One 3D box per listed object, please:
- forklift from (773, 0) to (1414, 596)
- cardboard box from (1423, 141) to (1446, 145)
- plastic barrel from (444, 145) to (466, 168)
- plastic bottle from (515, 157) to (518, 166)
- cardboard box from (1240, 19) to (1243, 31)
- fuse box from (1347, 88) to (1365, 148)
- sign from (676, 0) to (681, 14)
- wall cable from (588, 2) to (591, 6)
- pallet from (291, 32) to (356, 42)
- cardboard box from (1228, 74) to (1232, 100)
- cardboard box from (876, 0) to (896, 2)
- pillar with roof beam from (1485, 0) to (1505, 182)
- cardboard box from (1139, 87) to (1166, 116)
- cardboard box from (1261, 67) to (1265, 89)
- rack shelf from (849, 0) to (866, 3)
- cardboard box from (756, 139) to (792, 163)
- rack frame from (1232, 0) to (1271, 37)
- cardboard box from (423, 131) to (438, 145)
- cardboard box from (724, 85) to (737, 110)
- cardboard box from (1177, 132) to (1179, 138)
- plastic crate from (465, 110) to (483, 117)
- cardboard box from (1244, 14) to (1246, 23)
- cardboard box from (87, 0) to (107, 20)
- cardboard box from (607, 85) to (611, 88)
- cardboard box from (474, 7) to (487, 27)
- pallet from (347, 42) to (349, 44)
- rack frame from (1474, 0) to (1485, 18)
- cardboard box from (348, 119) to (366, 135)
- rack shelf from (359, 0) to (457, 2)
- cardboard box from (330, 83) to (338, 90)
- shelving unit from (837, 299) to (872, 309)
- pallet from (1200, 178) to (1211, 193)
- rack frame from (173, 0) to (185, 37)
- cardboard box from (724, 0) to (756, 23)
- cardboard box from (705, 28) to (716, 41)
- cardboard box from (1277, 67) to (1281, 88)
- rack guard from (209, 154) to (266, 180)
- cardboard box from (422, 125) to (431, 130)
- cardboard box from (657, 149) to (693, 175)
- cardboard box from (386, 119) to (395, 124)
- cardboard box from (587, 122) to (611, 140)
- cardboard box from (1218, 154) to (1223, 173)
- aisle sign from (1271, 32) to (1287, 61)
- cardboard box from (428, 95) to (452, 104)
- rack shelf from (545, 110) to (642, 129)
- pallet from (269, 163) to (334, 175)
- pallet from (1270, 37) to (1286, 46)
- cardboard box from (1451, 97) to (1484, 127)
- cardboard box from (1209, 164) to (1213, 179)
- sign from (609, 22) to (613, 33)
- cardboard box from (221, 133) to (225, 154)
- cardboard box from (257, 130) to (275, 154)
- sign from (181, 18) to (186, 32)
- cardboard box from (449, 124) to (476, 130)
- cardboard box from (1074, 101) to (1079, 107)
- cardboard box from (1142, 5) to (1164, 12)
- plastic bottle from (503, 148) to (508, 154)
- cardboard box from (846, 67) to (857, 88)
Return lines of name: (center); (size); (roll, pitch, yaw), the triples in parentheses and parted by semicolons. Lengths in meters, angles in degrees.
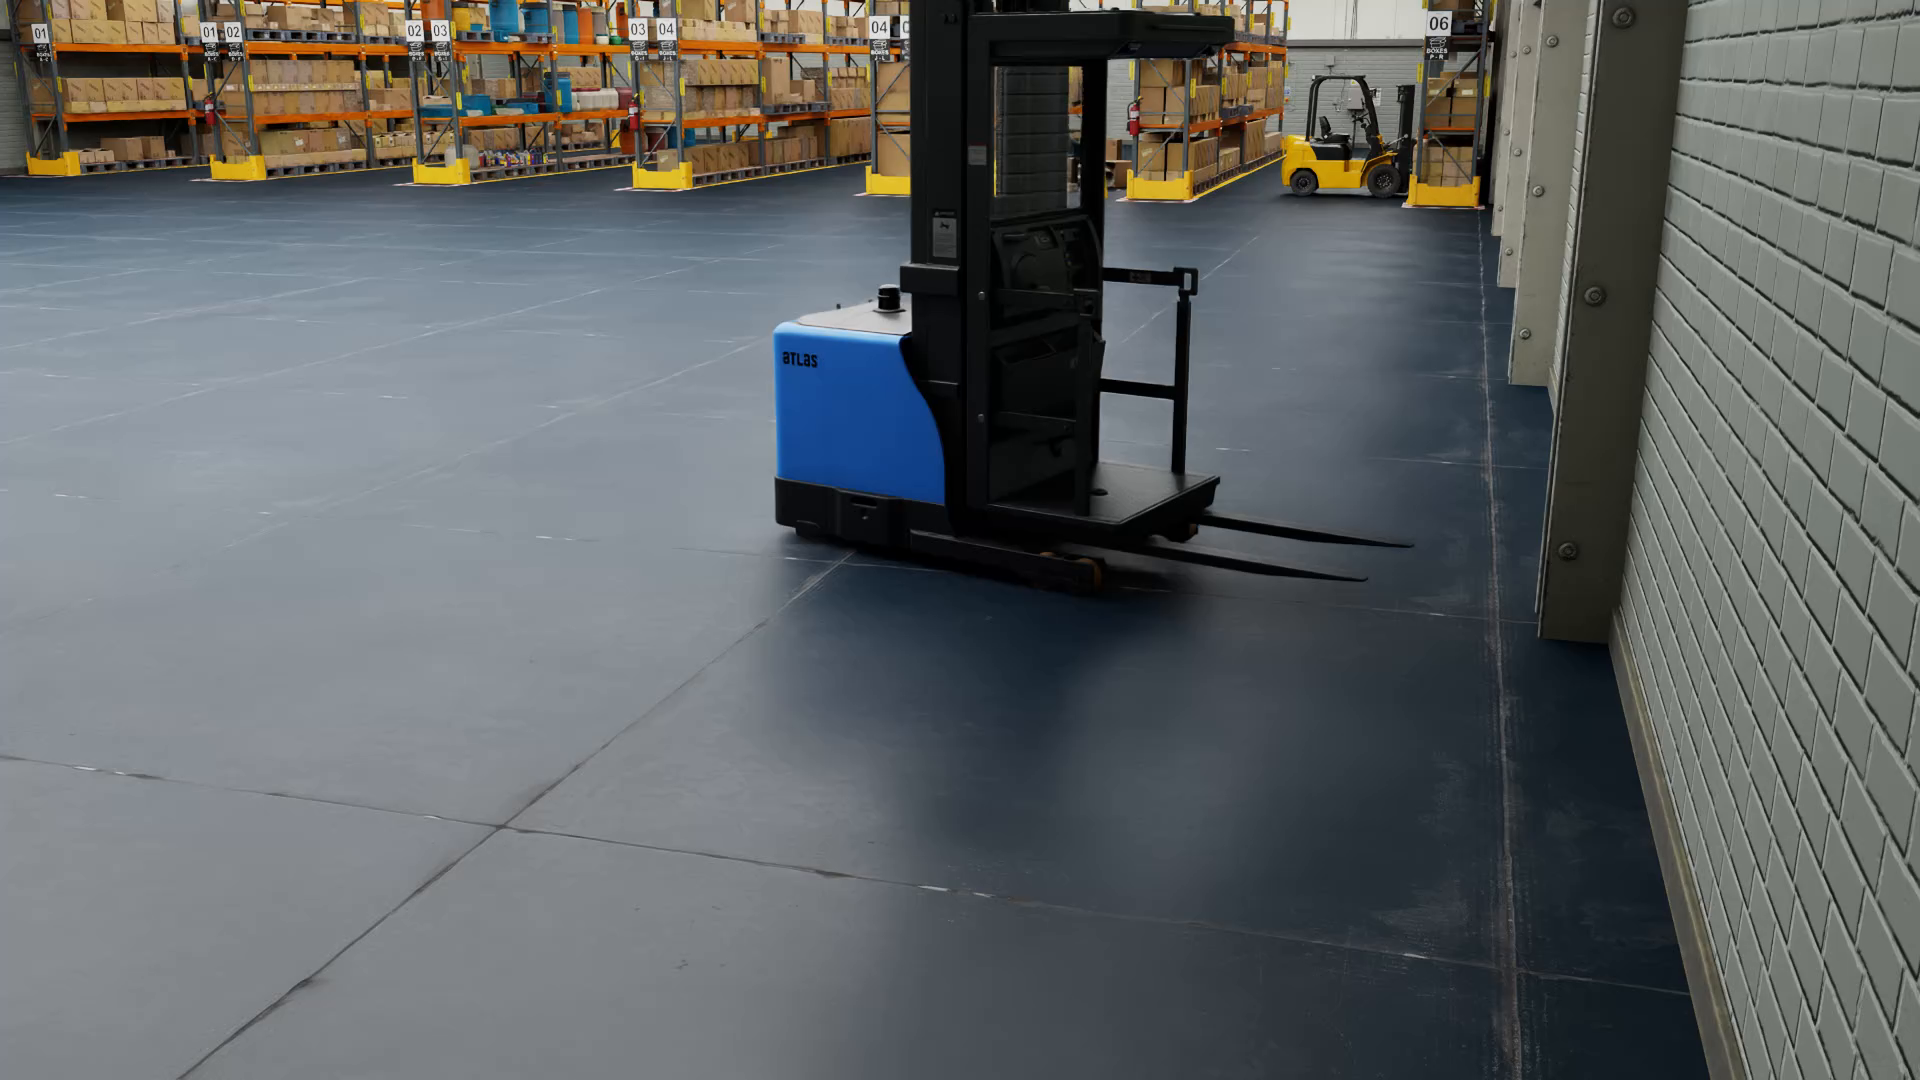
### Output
forklift: (0.585, -1.326, 7.633); (3.031, 2.935, 1.130); (10, 19, 31)
cardboard box: (8.776, -7.285, 30.952); (0.500, 0.250, 0.500); (5, 17, 18)
plastic barrel: (-10.534, -7.964, 34.700); (0.421, 0.512, 0.421); (0, 16, 0)
plastic bottle: (-9.680, -8.238, 36.198); (0.097, 0.201, 0.097); (0, 16, 0)
cardboard box: (5.555, -10.636, 34.337); (0.500, 0.250, 0.500); (4, 16, 15)
fuse box: (11.702, -12.470, 49.159); (0.539, 1.711, 0.414); (5, 16, 16)
sign: (-5.379, -10.218, 31.759); (0.100, 0.325, 0.005); (5, 16, 16)
wall cable: (-11.056, -18.799, 54.552); (3.097, 2.526, 0.112); (5, 16, 16)
pallet: (-14.477, -11.388, 37.646); (1.003, 0.211, 1.213); (5, 16, 16)
cardboard box: (5.289, -9.299, 34.120); (0.500, 0.500, 0.500); (5, 16, 16)
cardboard box: (-1.402, -10.056, 30.835); (0.380, 0.149, 0.250); (5, 17, 16)
pillar with roof beam: (7.002, -12.146, 34.661); (9.100, 9.000, 0.400); (5, 16, 16)
cardboard box: (3.493, -7.983, 30.248); (0.500, 0.500, 0.500); (4, 16, 15)
cardboard box: (6.986, -11.024, 39.684); (0.500, 0.500, 0.500); (5, 17, 17)
rack shelf: (-1.920, -14.407, 44.683); (1.077, 0.370, 4.000); (5, 16, 16)
cardboard box: (-4.255, -8.881, 37.917); (0.700, 0.500, 0.500); (3, 16, 11)
rack frame: (7.013, -13.654, 39.976); (1.000, 3.000, 0.127); (5, 16, 16)
cardboard box: (-13.323, -9.983, 41.271); (0.500, 0.311, 0.500); (5, 16, 16)
cardboard box: (-5.171, -9.255, 34.732); (0.875, 0.500, 0.500); (5, 16, 16)
cardboard box: (4.075, -7.931, 32.499); (0.380, 0.149, 0.250); (5, 17, 18)
plastic crate: (-10.085, -8.863, 34.563); (0.298, 0.136, 0.250); (5, 16, 16)
cardboard box: (7.365, -12.866, 41.553); (0.797, 0.503, 0.637); (6, 17, 20)
cardboard box: (-19.478, -11.875, 37.149); (0.500, 0.500, 0.500); (5, 17, 17)
cardboard box: (-10.715, -13.262, 49.404); (0.500, 0.500, 0.500); (5, 17, 18)
cardboard box: (-12.702, -13.611, 43.308); (0.500, 0.500, 0.500); (5, 16, 16)
pallet: (-16.949, -13.796, 46.324); (0.805, 0.209, 1.217); (4, 16, 14)
rack frame: (9.499, -11.177, 31.243); (1.000, 3.000, 0.127); (5, 16, 16)
cardboard box: (-17.046, -11.443, 46.347); (0.750, 0.750, 0.750); (5, 17, 18)
rack shelf: (-13.691, -13.083, 40.016); (1.077, 0.370, 4.000); (5, 16, 16)
cardboard box: (-14.349, -10.283, 37.713); (0.380, 0.149, 0.250); (5, 16, 16)
shelving unit: (-0.505, -0.779, 9.147); (0.215, 1.050, 0.252); (14, 21, 41)
pallet: (4.237, -6.834, 32.038); (1.003, 0.211, 1.213); (5, 16, 16)
rack frame: (-19.010, -13.482, 39.369); (1.000, 3.000, 0.127); (5, 16, 16)
cardboard box: (-4.646, -11.180, 35.108); (0.500, 0.500, 0.500); (4, 16, 14)
cardboard box: (-5.229, -10.138, 33.353); (0.500, 0.250, 0.500); (5, 16, 16)
cardboard box: (7.977, -11.930, 42.879); (0.500, 0.500, 0.500); (5, 16, 16)
rack guard: (-15.403, -7.957, 35.466); (1.175, 0.500, 0.348); (5, 16, 16)
cardboard box: (-16.131, -12.141, 49.448); (0.700, 0.500, 0.500); (5, 17, 17)
cardboard box: (-5.705, -7.558, 33.291); (0.500, 0.500, 0.500); (8, 18, 26)
cardboard box: (-16.657, -12.165, 48.344); (0.380, 0.149, 0.250); (5, 16, 16)
cardboard box: (-10.767, -12.199, 49.618); (0.500, 0.500, 0.500); (5, 16, 16)
cardboard box: (4.886, -7.750, 34.201); (0.950, 0.372, 0.625); (5, 17, 17)
aisle sign: (8.467, -13.060, 44.111); (0.394, 0.787, 0.004); (5, 16, 16)
cardboard box: (-13.268, -11.124, 42.215); (0.500, 0.311, 0.500); (6, 17, 19)
rack shelf: (-8.943, -10.004, 39.422); (1.077, 0.370, 4.000); (5, 16, 16)
pallet: (-14.870, -8.346, 37.366); (1.003, 0.211, 1.213); (5, 16, 16)
pallet: (7.949, -13.020, 43.400); (1.003, 0.211, 1.213); (5, 16, 16)
cardboard box: (8.770, -7.400, 28.740); (0.500, 0.500, 0.500); (5, 17, 18)
cardboard box: (4.687, -7.238, 32.621); (0.500, 0.250, 0.500); (4, 16, 14)
sign: (-10.322, -15.172, 49.205); (0.100, 0.325, 0.005); (5, 16, 16)
cardboard box: (-18.718, -9.937, 41.642); (0.700, 0.500, 0.500); (4, 16, 15)
cardboard box: (-15.259, -8.832, 36.865); (0.500, 0.500, 0.500); (5, 16, 16)
sign: (-18.487, -12.247, 39.566); (0.100, 0.325, 0.005); (5, 16, 16)
cardboard box: (-13.070, -10.907, 43.685); (0.500, 0.250, 0.500); (5, 17, 18)
cardboard box: (2.877, -11.332, 43.244); (0.380, 0.149, 0.250); (5, 17, 17)
cardboard box: (3.415, -9.445, 29.635); (0.380, 0.149, 0.250); (5, 17, 16)
plastic bottle: (-10.138, -8.585, 37.149); (0.144, 0.351, 0.185); (5, 17, 17)
cardboard box: (-3.030, -11.557, 41.555); (0.797, 0.503, 0.637); (5, 17, 18)
